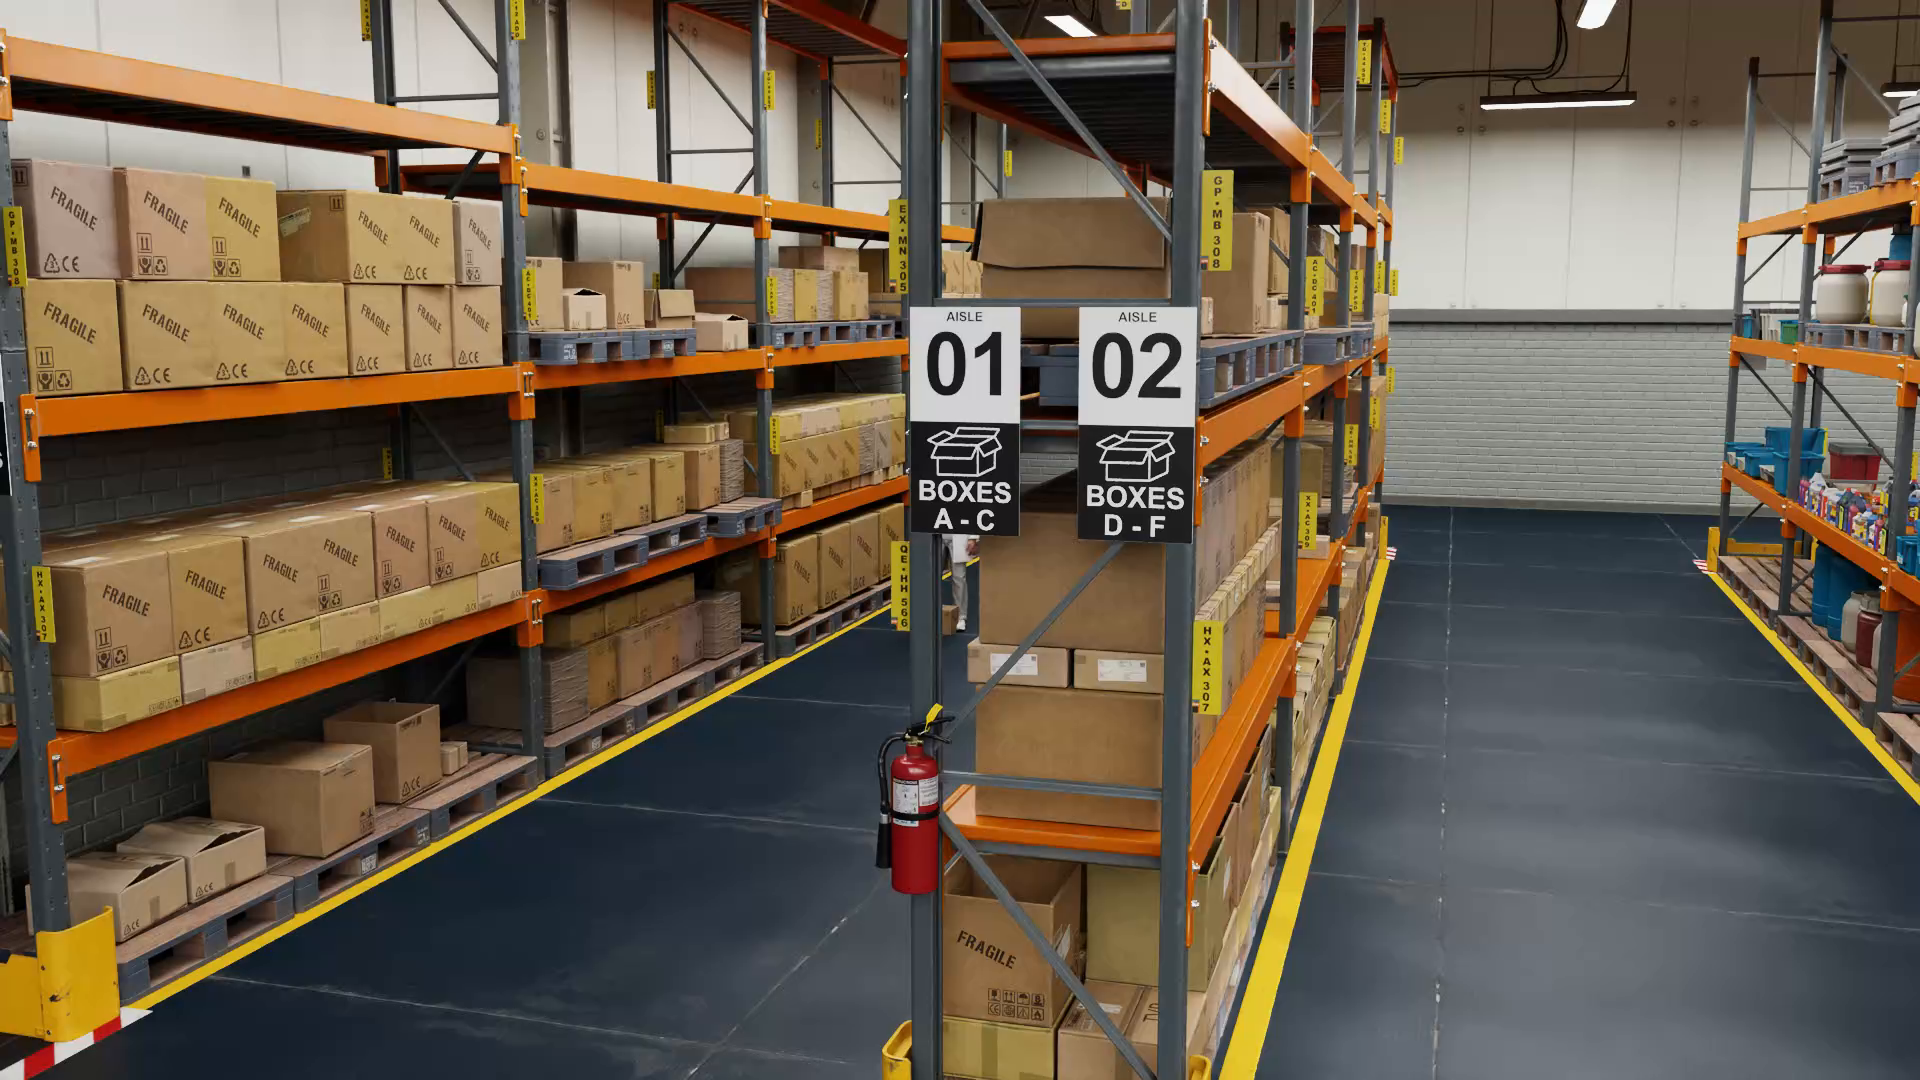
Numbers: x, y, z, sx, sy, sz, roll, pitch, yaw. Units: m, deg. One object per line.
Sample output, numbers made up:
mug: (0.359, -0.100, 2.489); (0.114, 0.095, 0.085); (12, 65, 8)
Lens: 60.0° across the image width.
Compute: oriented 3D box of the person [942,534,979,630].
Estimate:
person: (-0.118, -0.006, 16.423); (0.643, 1.773, 0.427); (2, 9, 16)
